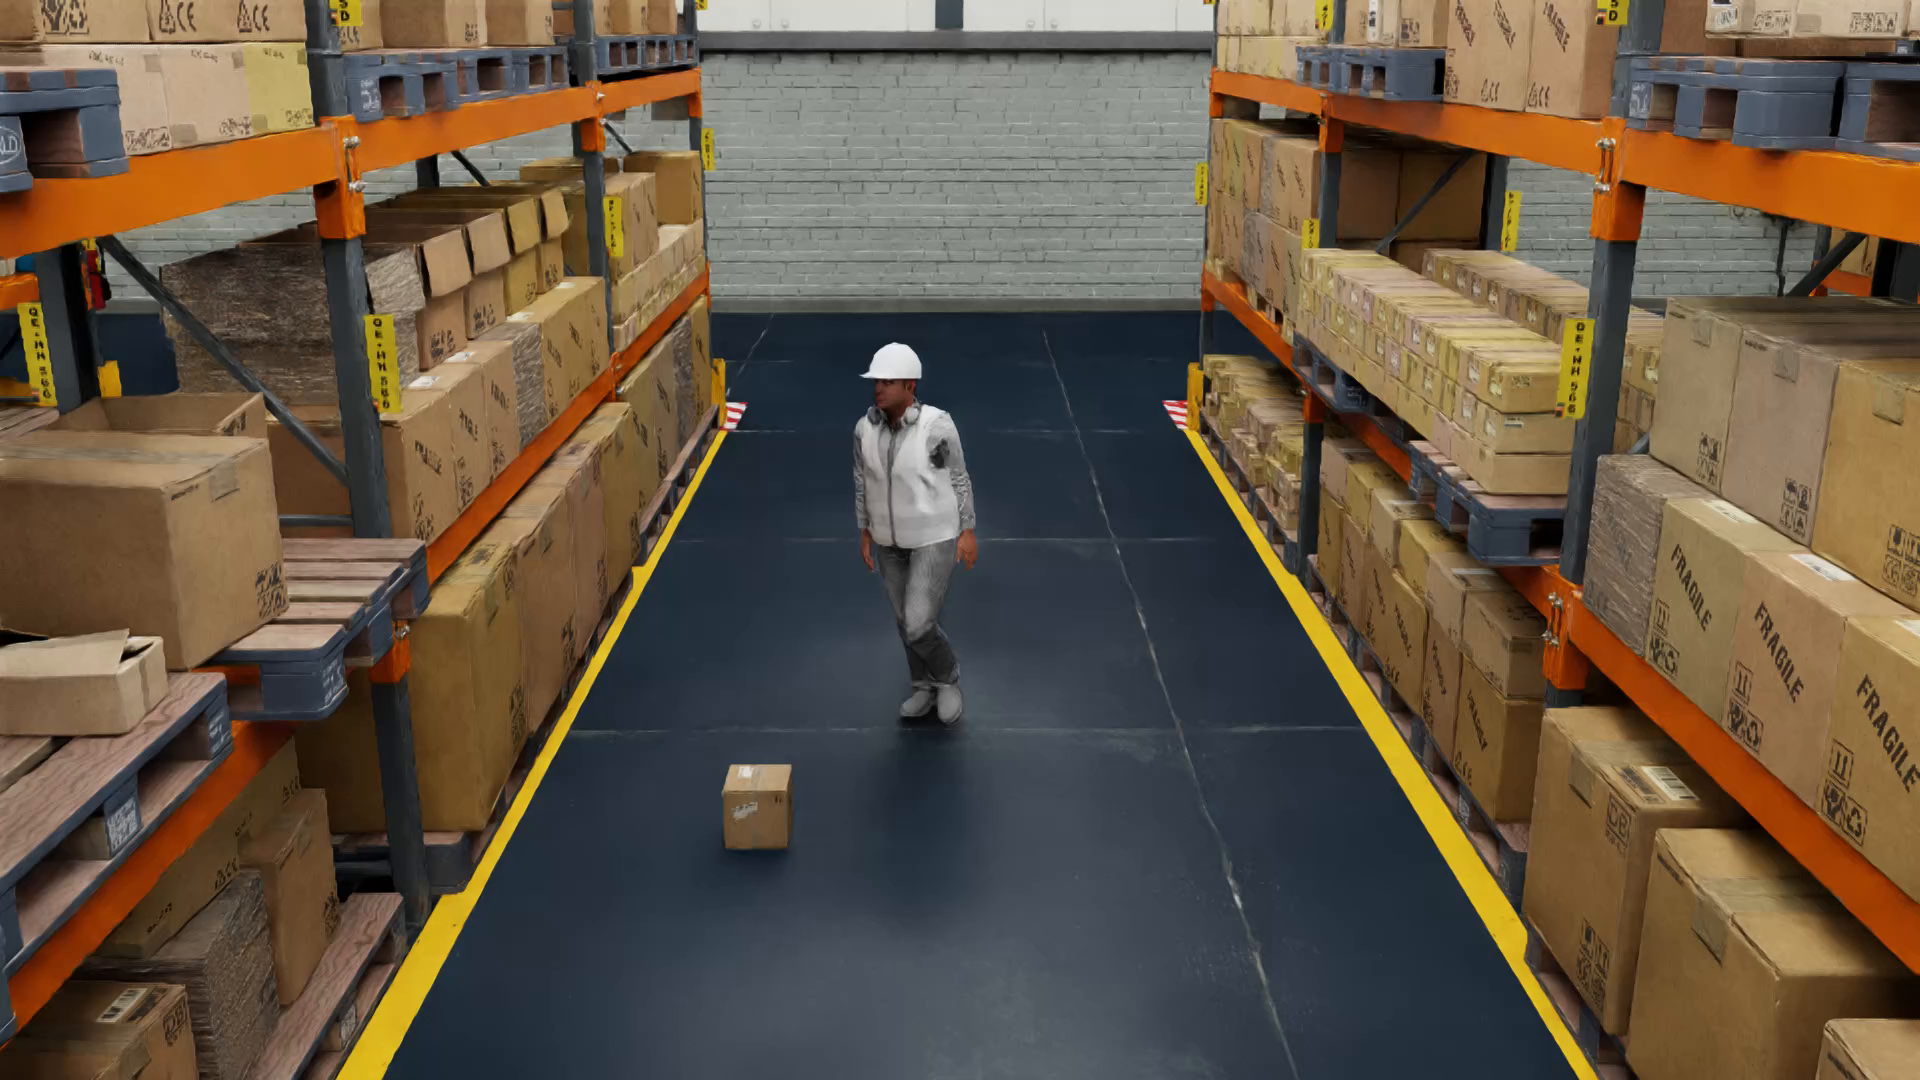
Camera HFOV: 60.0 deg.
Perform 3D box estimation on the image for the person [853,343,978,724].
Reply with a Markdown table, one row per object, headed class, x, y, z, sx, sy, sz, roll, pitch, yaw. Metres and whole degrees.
| class | x | y | z | sx | sy | sz | roll | pitch | yaw |
| --- | --- | --- | --- | --- | --- | --- | --- | --- | --- |
| person | -0.222 | -0.023 | 7.519 | 0.566 | 1.762 | 0.508 | 10 | 20 | 30 |
